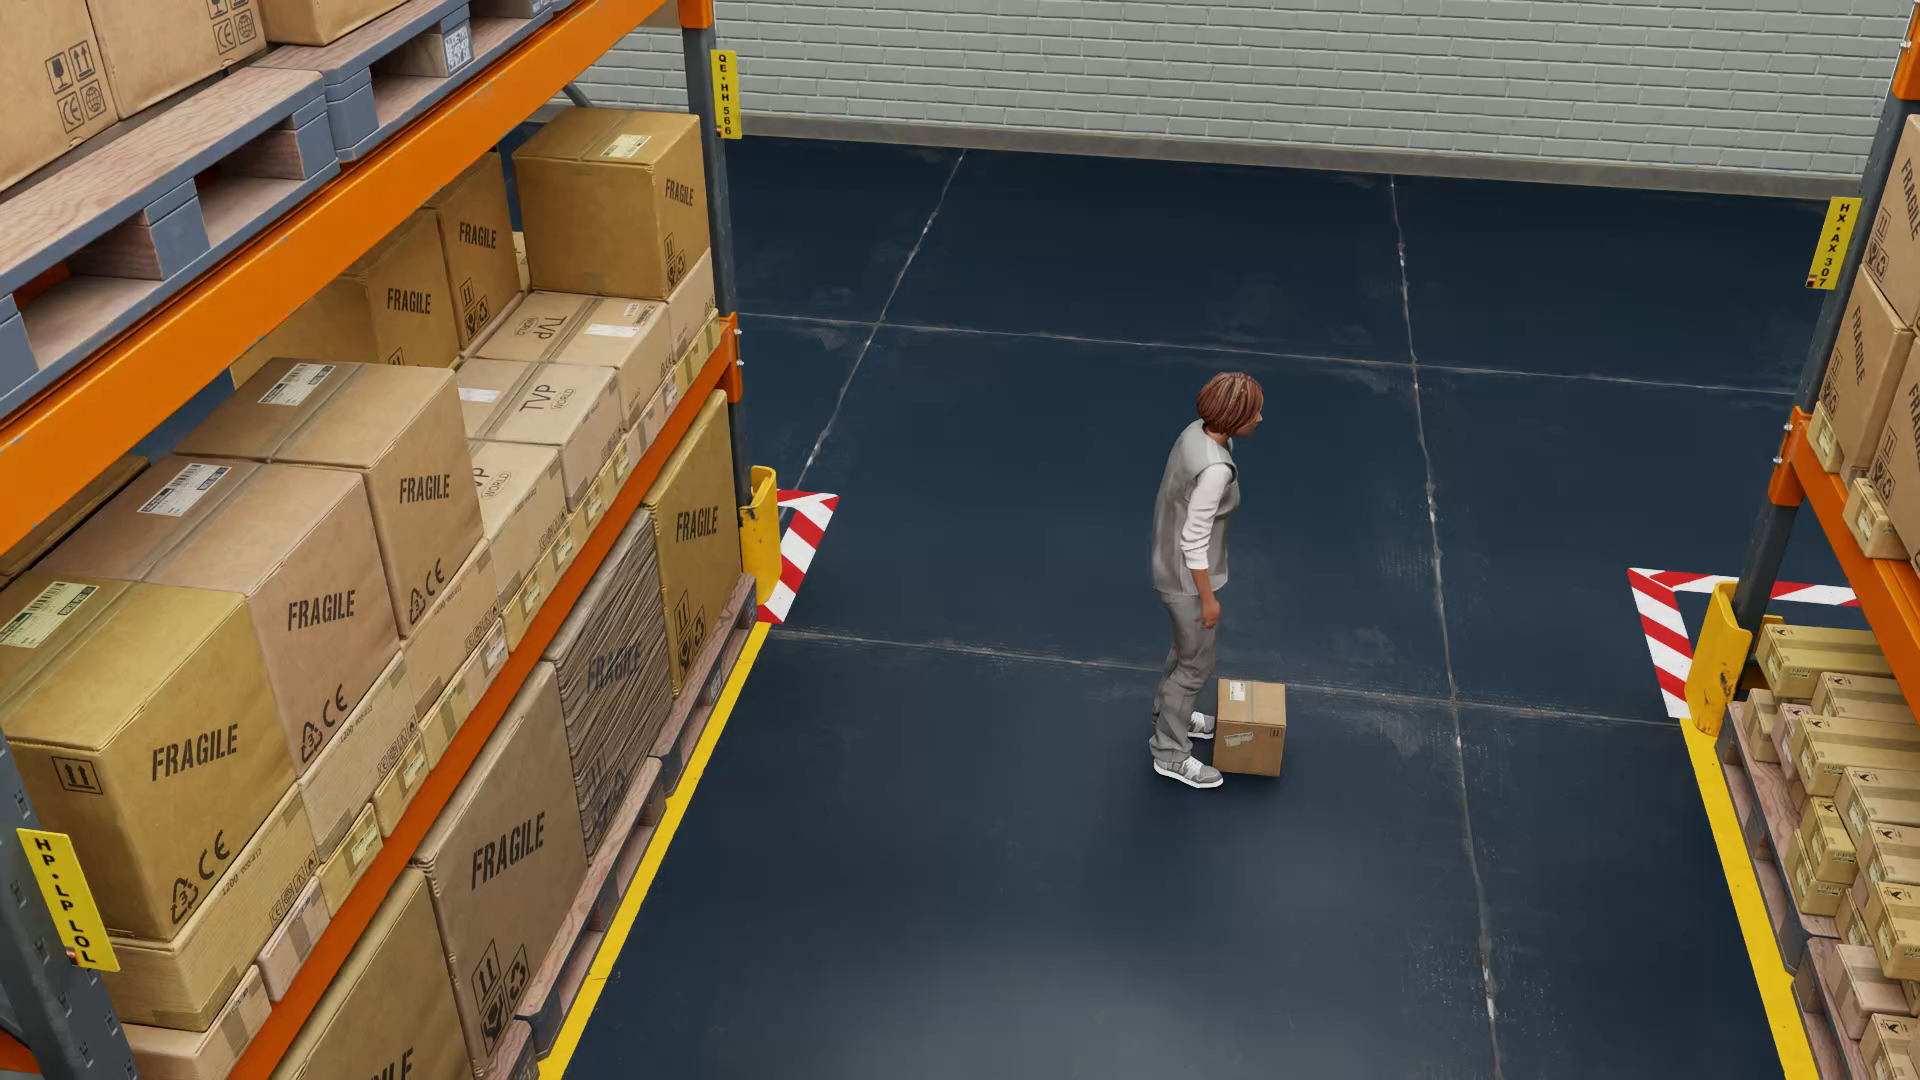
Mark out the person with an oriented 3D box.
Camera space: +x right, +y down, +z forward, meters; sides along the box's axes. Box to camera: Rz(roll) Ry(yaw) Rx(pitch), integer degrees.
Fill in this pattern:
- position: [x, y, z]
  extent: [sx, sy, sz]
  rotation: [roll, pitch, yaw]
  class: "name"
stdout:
- position: [0.857, 0.227, 6.019]
  extent: [0.323, 1.352, 0.485]
  rotation: [4, 33, 6]
  class: "person"
